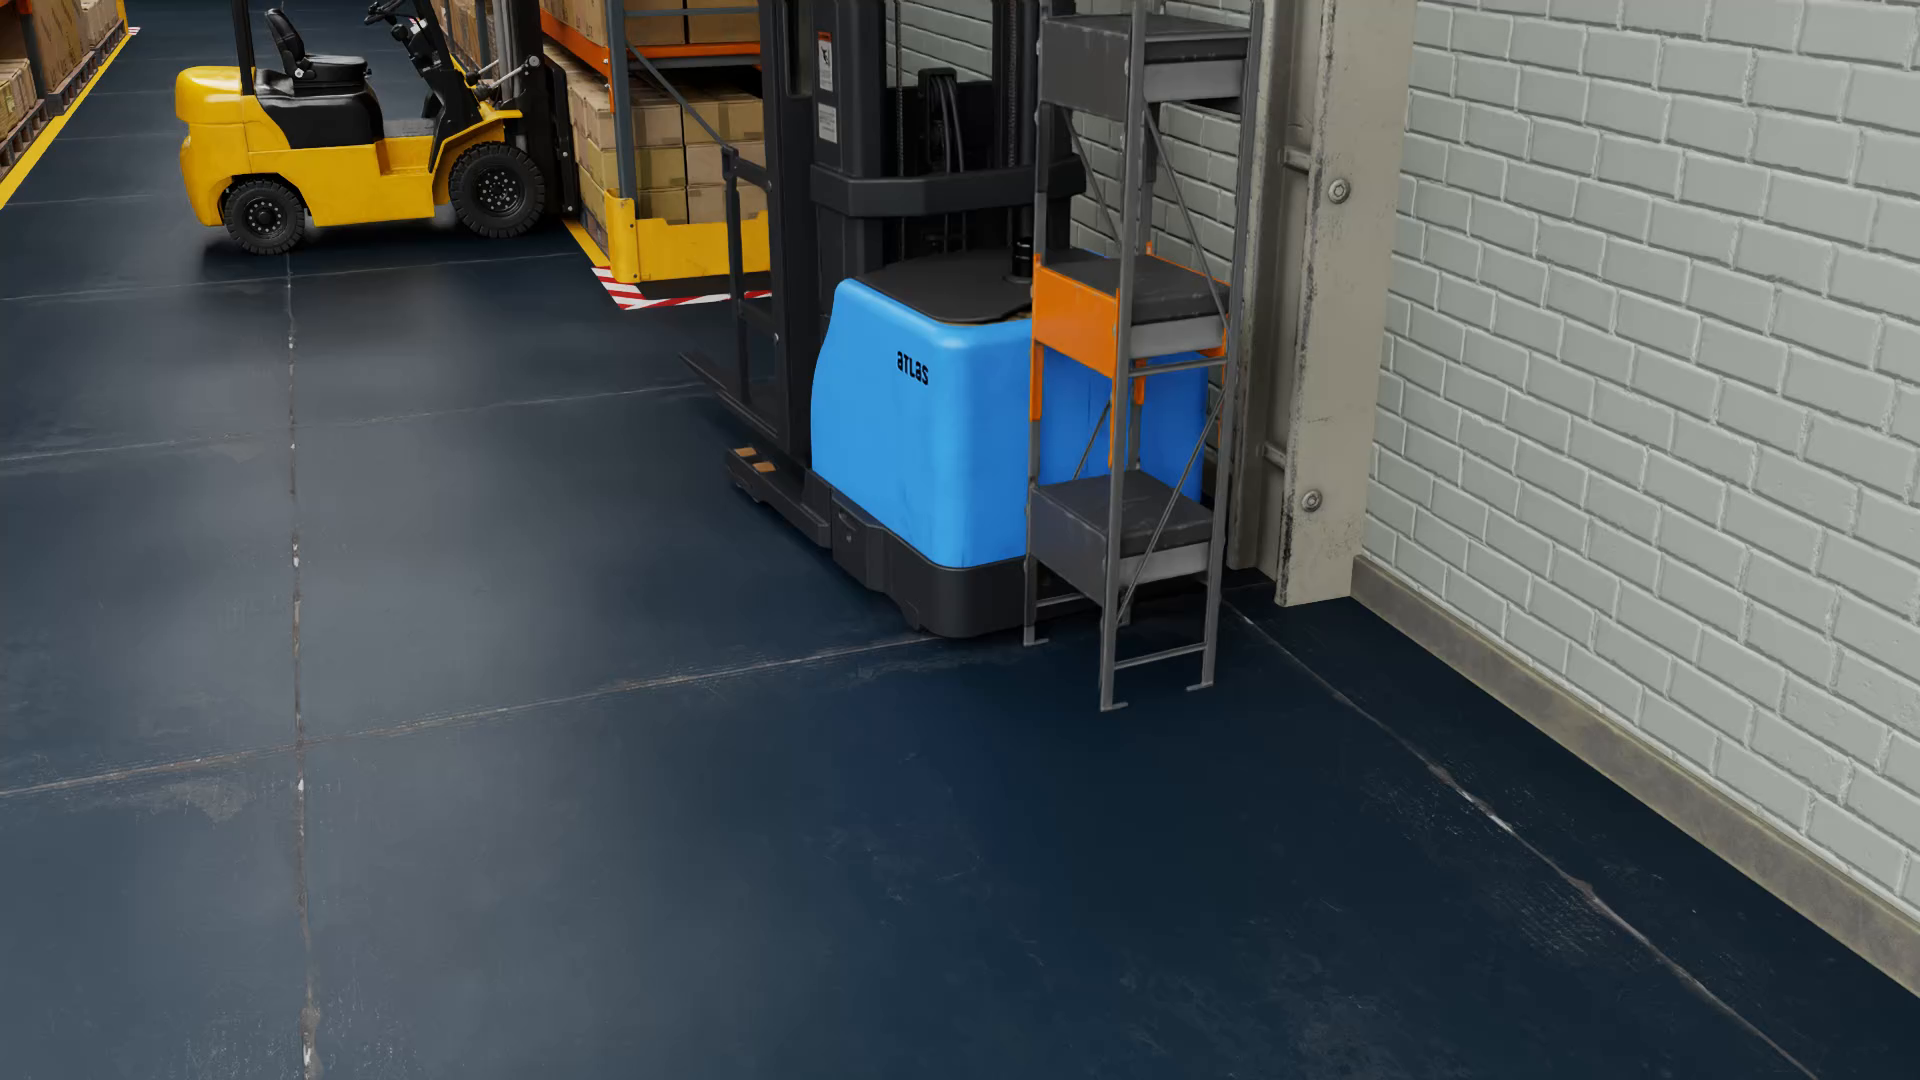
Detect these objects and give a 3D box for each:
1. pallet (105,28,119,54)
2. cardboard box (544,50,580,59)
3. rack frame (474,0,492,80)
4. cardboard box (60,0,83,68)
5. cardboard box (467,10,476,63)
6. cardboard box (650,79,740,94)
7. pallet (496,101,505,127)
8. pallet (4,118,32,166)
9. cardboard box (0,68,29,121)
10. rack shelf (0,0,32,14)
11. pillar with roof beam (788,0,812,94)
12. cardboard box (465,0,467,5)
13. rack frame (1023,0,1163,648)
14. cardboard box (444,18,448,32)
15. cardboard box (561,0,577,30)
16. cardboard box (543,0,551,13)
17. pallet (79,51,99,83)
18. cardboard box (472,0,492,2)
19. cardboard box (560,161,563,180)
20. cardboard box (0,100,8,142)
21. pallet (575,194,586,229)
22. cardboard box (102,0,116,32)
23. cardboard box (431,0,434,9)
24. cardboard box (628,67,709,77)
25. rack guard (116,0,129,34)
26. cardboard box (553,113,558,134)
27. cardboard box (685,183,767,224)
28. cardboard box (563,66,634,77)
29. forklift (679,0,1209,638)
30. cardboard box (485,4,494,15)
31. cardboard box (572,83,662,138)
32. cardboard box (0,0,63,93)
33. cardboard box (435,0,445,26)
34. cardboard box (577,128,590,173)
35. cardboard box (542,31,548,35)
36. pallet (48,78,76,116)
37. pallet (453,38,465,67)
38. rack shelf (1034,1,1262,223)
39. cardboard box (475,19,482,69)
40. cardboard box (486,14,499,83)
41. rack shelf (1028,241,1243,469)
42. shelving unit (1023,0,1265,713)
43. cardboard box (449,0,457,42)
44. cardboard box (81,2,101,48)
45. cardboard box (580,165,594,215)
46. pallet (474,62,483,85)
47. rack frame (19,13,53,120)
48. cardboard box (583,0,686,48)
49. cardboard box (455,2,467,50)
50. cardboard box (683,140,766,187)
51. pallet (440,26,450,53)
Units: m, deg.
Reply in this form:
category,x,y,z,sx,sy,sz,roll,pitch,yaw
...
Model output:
category,x,y,z,sx,sy,sz,roll,pitch,yaw
pallet,-11.051,-6.172,20.622,1.003,0.211,1.213,-8,24,-19
cardboard box,-2.904,-3.483,12.363,0.500,0.250,0.500,-8,24,-19
rack frame,-4.365,-5.955,16.517,1.000,3.000,0.127,-8,24,-19
cardboard box,-9.800,-5.399,17.392,0.875,0.875,0.875,-8,24,-17
cardboard box,-5.070,-5.494,18.100,0.500,0.500,0.500,-7,24,-17
cardboard box,-1.712,-2.817,10.784,0.500,0.250,0.500,-8,24,-19
pallet,-3.684,-3.923,15.286,1.003,0.211,1.213,-8,24,-19
pallet,-8.306,-3.261,13.715,1.003,0.211,1.213,-8,24,-19
cardboard box,-8.549,-3.782,14.203,0.950,0.372,0.625,-9,24,-20
rack shelf,-8.301,-4.214,13.313,1.077,0.370,4.000,-8,24,-19
pillar with roof beam,-4.969,-5.599,7.947,9.100,9.000,0.400,-8,24,-19
cardboard box,-5.381,-6.116,18.742,0.380,0.149,0.250,-7,24,-17
rack frame,0.397,-0.654,5.092,0.400,2.100,0.015,-10,25,-24
cardboard box,-6.250,-6.450,20.822,0.380,0.149,0.250,-9,25,-21
cardboard box,-2.315,-3.613,10.831,0.500,0.500,0.500,-9,24,-20
cardboard box,-2.660,-3.980,11.702,0.500,0.500,0.500,-9,24,-20
pallet,-10.078,-5.171,18.247,1.003,0.211,1.213,-8,24,-19
cardboard box,-4.954,-5.637,17.604,0.380,0.149,0.250,-9,25,-21
cardboard box,-2.540,-2.653,11.681,0.500,0.250,0.500,-8,24,-17
cardboard box,-8.039,-3.253,12.948,0.950,0.372,0.625,-7,24,-16
pallet,-2.276,-2.478,11.857,1.003,0.211,1.213,-8,24,-19
cardboard box,-11.176,-6.635,20.888,0.875,0.438,0.875,-8,24,-18
cardboard box,-6.798,-7.352,22.509,0.700,0.500,0.500,-7,24,-17
cardboard box,-2.053,-3.187,11.662,0.500,0.250,0.500,-9,24,-20
rack guard,-11.842,-7.036,22.300,1.175,0.500,0.348,-8,24,-19
cardboard box,-2.546,-2.890,11.600,0.500,0.250,0.500,-8,24,-19
cardboard box,-1.530,-2.180,10.560,0.500,0.250,0.500,-8,24,-19
cardboard box,-2.539,-3.112,11.483,0.500,0.250,0.500,-9,24,-20
forklift,-0.303,-1.570,6.200,1.130,2.935,3.031,-12,26,-26
cardboard box,-4.777,-5.440,17.138,0.380,0.149,0.250,-10,25,-22
cardboard box,-2.179,-2.745,10.612,0.500,0.250,0.500,-8,24,-18
cardboard box,-9.174,-4.749,15.851,0.875,0.875,0.875,-9,24,-19
cardboard box,-6.432,-6.975,21.615,0.700,0.500,0.500,-9,25,-21
cardboard box,-2.171,-2.523,10.729,0.500,0.250,0.500,-9,24,-20
cardboard box,-3.681,-4.345,15.213,0.875,0.625,0.625,-9,25,-21
pallet,-9.216,-4.284,16.143,1.003,0.211,1.213,-8,24,-19
pallet,-5.456,-5.833,19.818,1.003,0.211,1.213,-8,24,-19
rack shelf,0.511,-1.202,4.627,0.431,0.518,0.480,-10,25,-24
cardboard box,-4.716,-5.121,17.215,0.500,0.500,0.500,-8,24,-17
cardboard box,-4.158,-4.826,16.354,0.875,0.625,0.625,-8,24,-17
rack shelf,0.505,-0.556,4.896,0.431,0.518,0.480,-10,25,-24
shelving unit,0.505,-0.569,4.891,0.431,2.100,0.503,-10,25,-24
cardboard box,-5.818,-6.243,19.879,0.500,0.500,0.500,-7,24,-17
cardboard box,-10.542,-5.982,19.338,0.875,0.438,0.875,-9,24,-20
cardboard box,-2.168,-2.284,10.806,0.500,0.250,0.500,-8,24,-19
pallet,-4.594,-4.946,17.714,1.003,0.211,1.213,-8,24,-19
rack frame,-9.008,-5.273,14.898,1.000,3.000,0.127,-8,24,-19
cardboard box,-1.959,-3.237,9.939,0.500,0.500,0.500,-9,24,-20
cardboard box,-5.448,-5.869,18.991,0.500,0.500,0.500,-9,25,-21
cardboard box,-1.511,-2.404,10.448,0.500,0.250,0.500,-8,24,-18
pallet,-6.020,-6.373,21.099,1.003,0.211,1.213,-8,24,-19
